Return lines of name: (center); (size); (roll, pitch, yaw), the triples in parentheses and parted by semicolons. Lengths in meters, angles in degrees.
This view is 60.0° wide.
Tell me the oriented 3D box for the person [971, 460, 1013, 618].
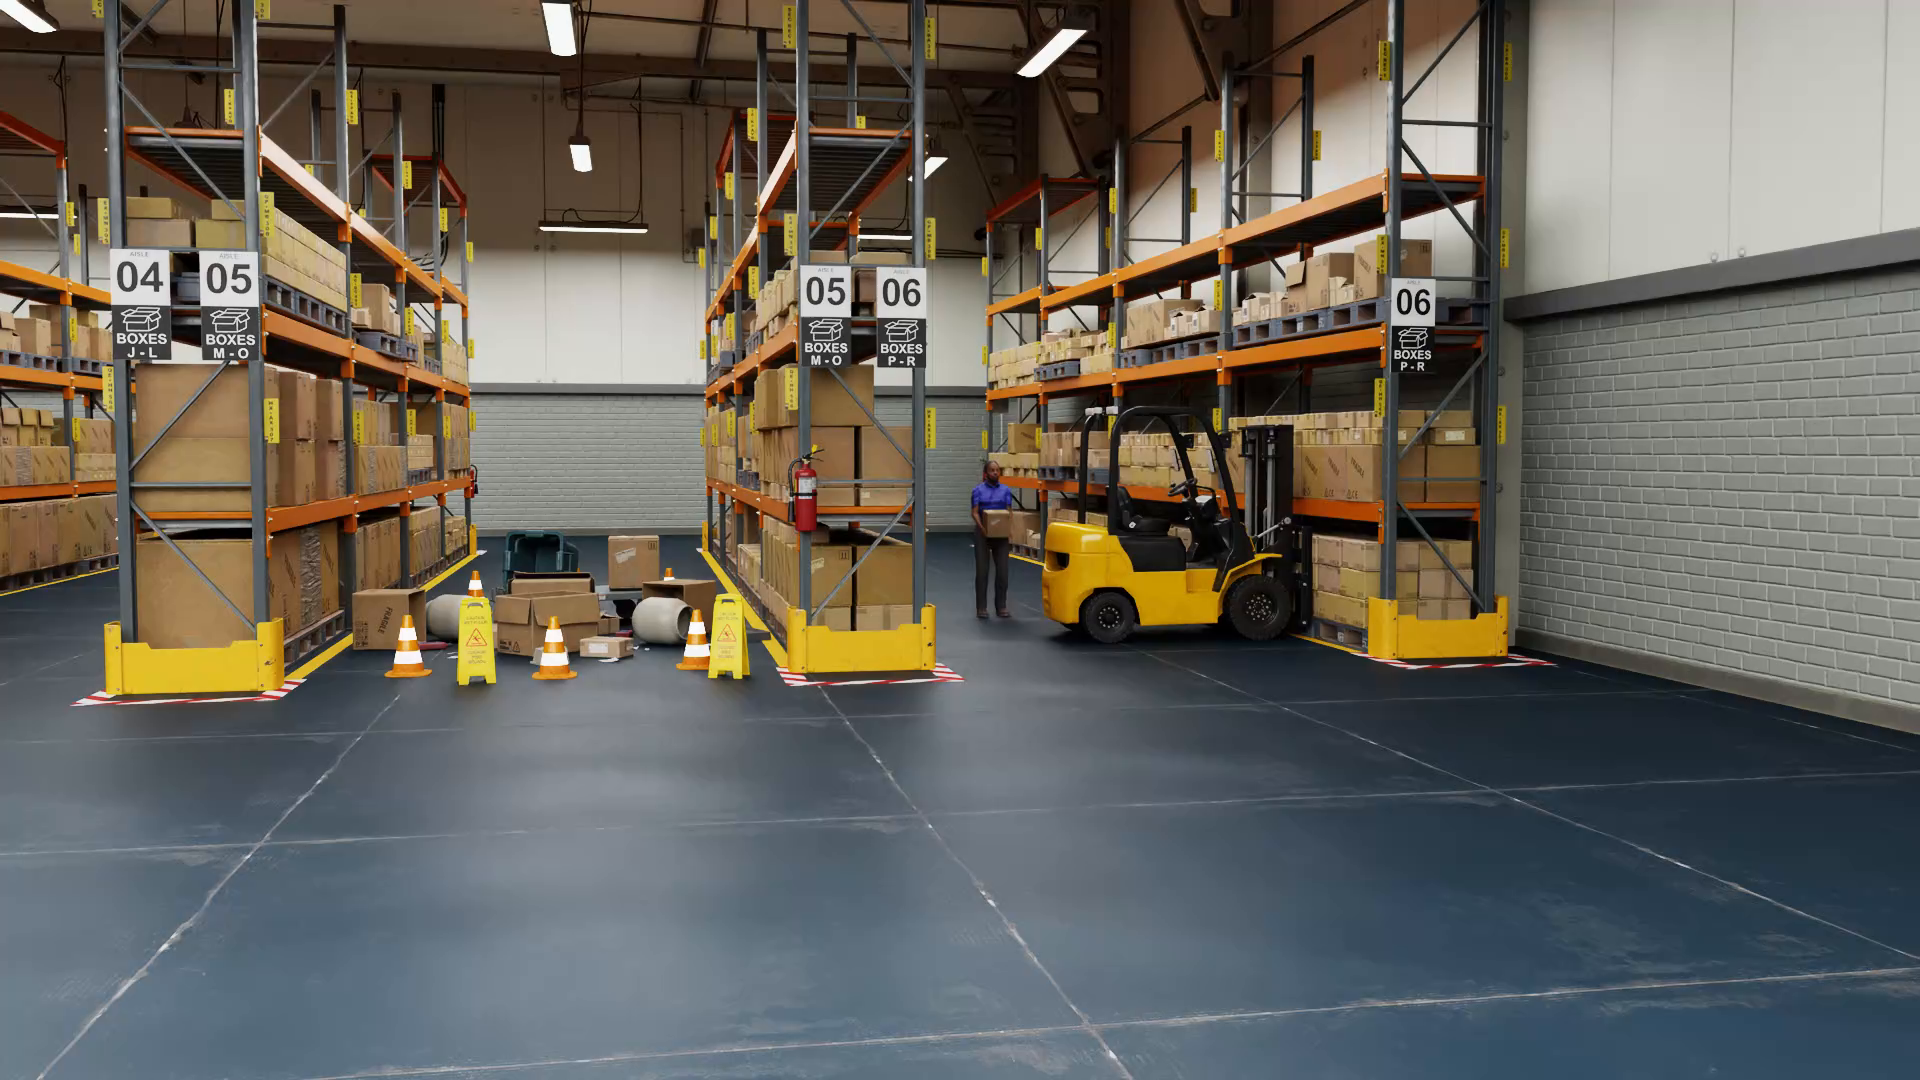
person: (0.347, -0.014, 17.527); (0.449, 1.655, 0.500); (-1, 3, -11)
